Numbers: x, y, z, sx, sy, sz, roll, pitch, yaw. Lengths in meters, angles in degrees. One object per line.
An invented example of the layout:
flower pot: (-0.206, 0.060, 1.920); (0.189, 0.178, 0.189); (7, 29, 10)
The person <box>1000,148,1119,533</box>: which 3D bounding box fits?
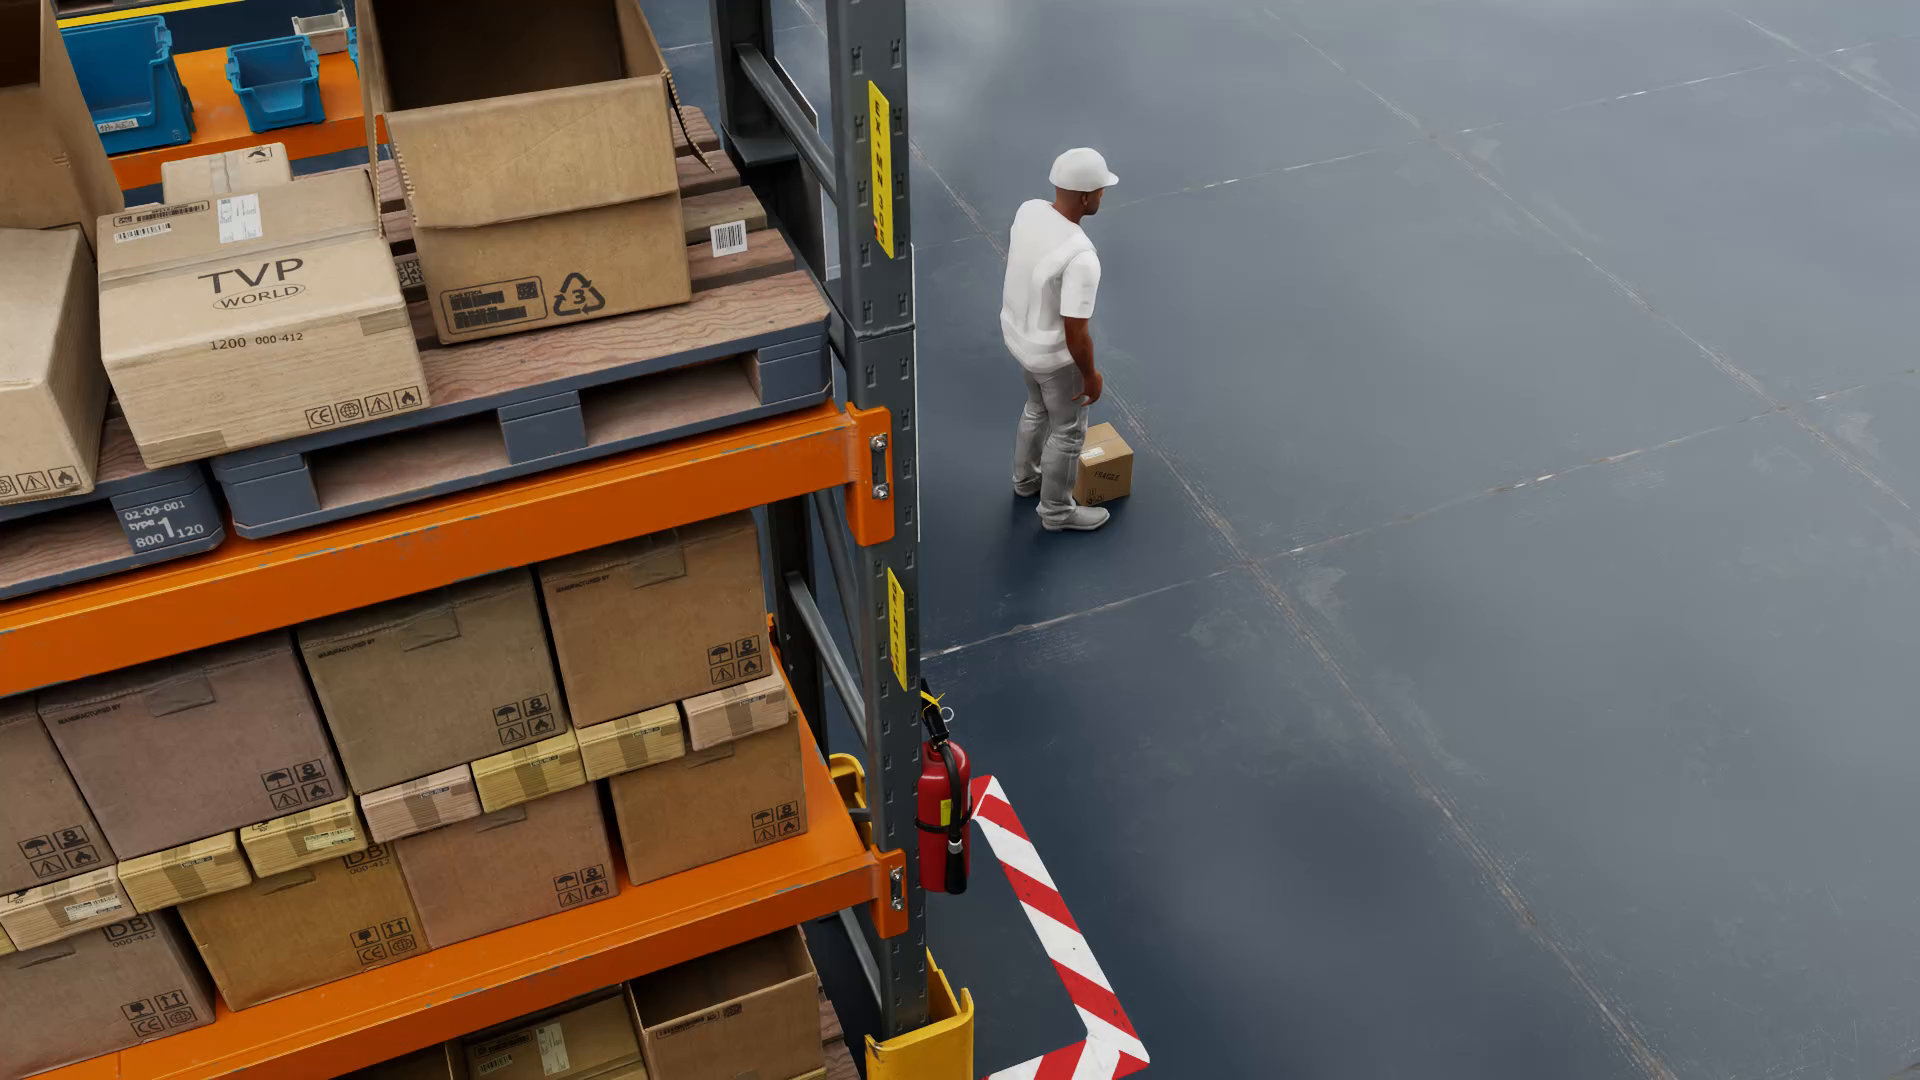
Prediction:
person: (0.425, -0.849, 7.105); (0.463, 1.760, 0.631); (-16, 44, -17)
